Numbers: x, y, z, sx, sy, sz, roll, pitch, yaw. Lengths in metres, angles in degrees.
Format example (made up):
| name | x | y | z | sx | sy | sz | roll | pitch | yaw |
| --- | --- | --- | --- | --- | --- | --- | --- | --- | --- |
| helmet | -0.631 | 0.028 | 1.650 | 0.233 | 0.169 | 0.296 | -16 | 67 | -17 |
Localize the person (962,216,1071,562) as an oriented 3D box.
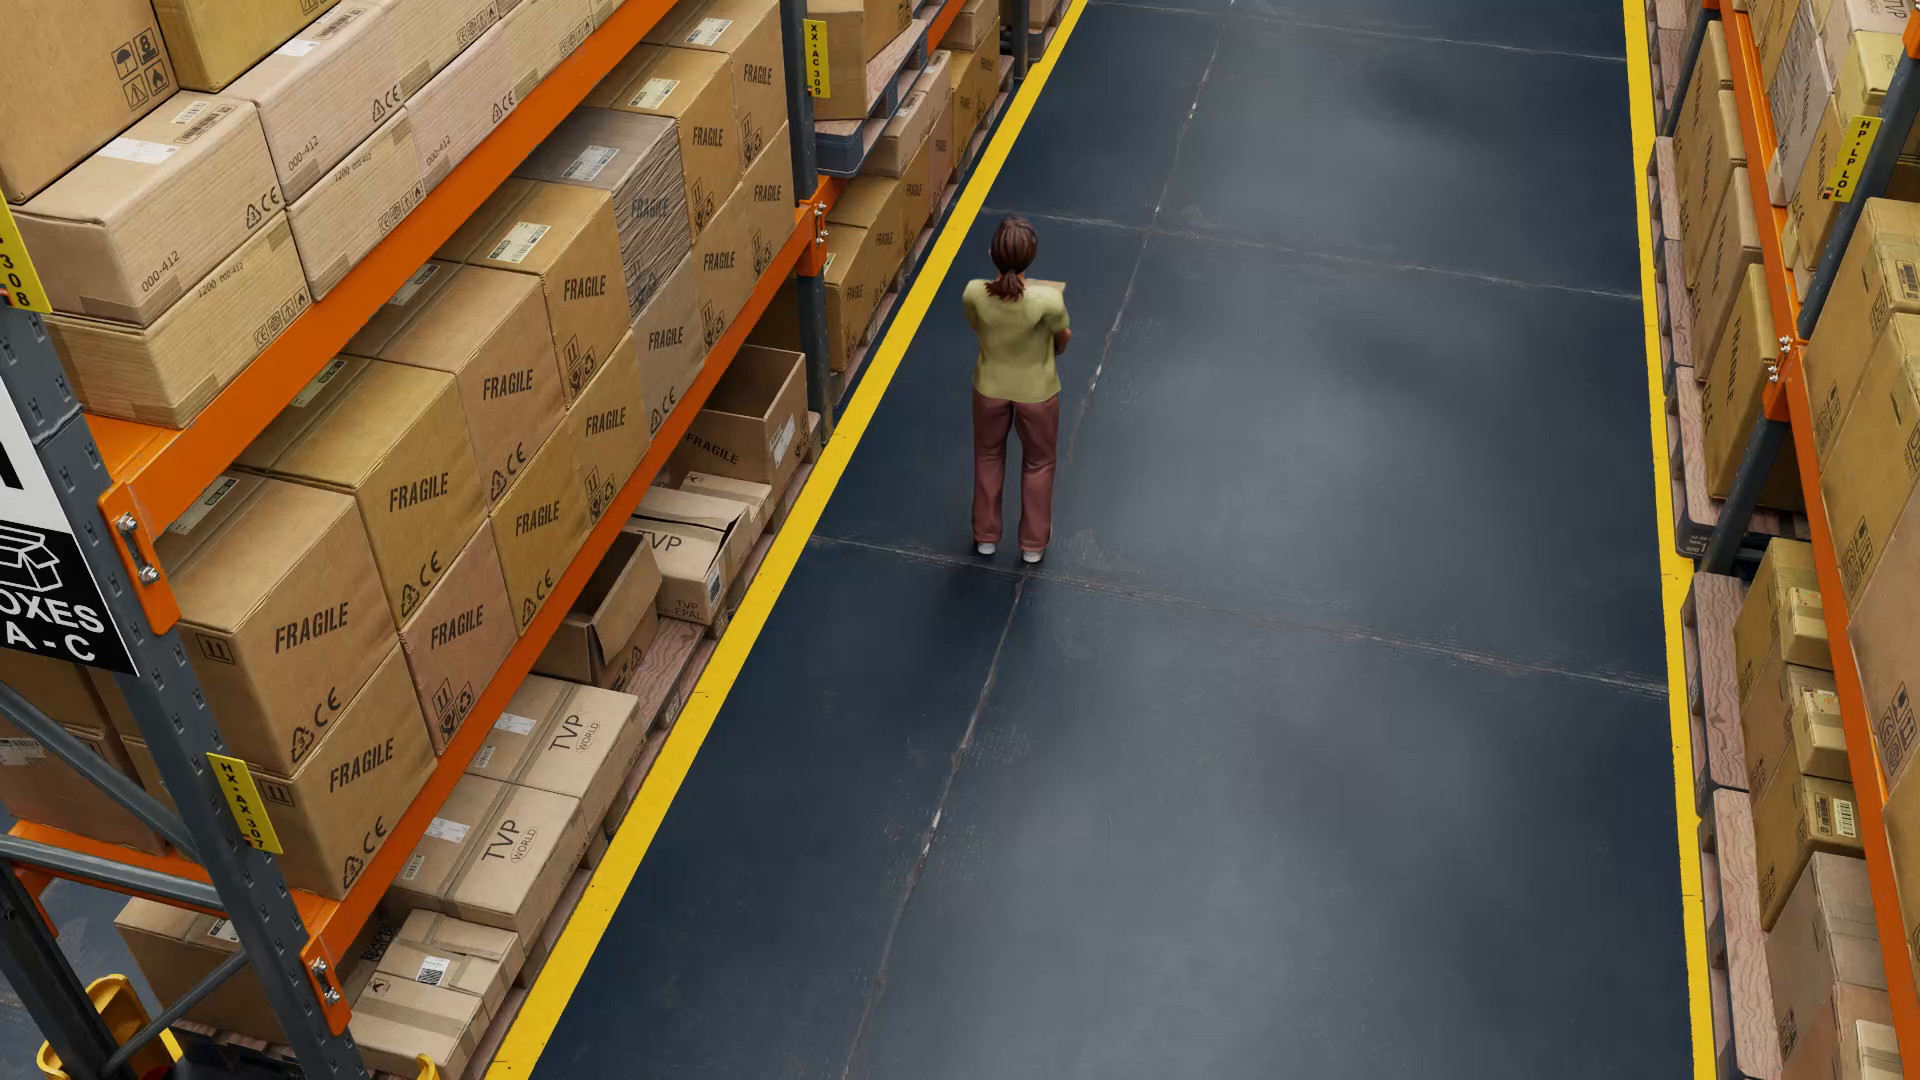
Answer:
| name | x | y | z | sx | sy | sz | roll | pitch | yaw |
| --- | --- | --- | --- | --- | --- | --- | --- | --- | --- |
| person | 0.242 | -0.654 | 6.917 | 0.426 | 1.665 | 0.549 | 9 | 42 | 10 |
